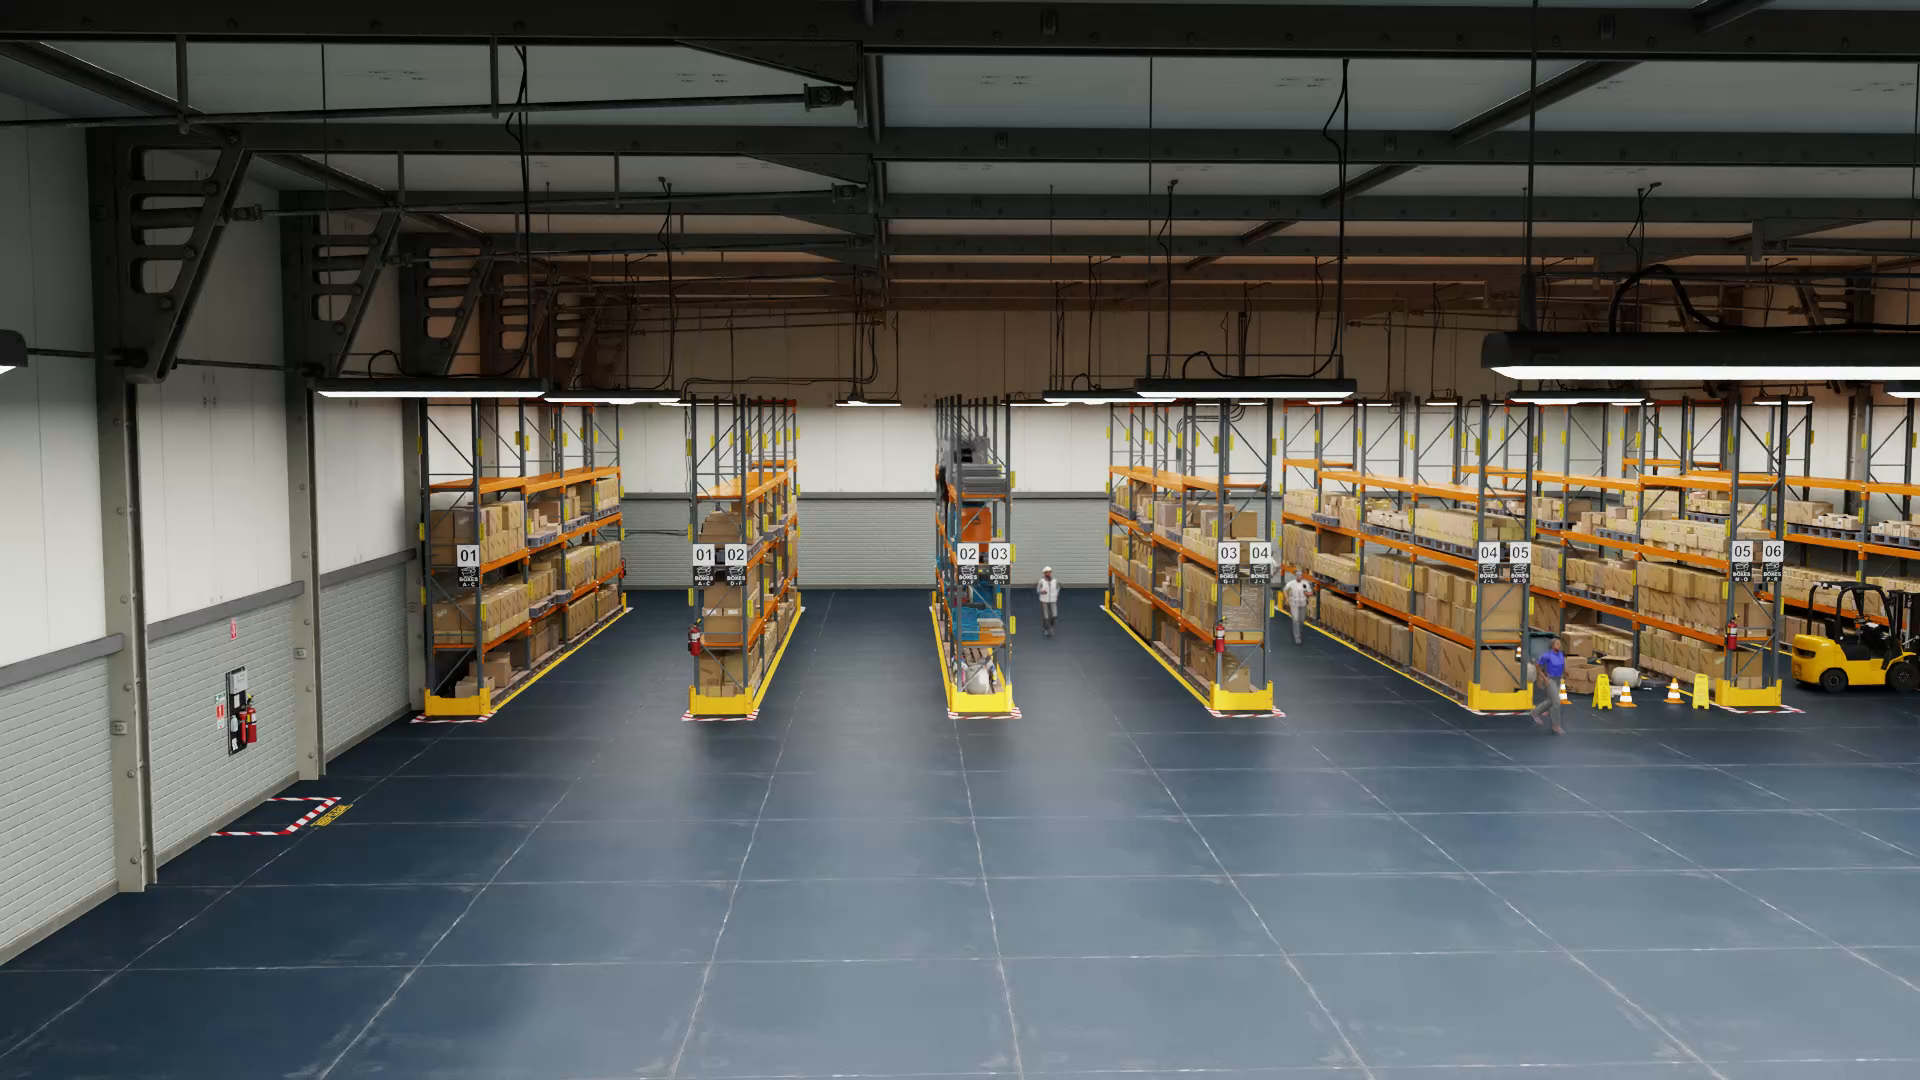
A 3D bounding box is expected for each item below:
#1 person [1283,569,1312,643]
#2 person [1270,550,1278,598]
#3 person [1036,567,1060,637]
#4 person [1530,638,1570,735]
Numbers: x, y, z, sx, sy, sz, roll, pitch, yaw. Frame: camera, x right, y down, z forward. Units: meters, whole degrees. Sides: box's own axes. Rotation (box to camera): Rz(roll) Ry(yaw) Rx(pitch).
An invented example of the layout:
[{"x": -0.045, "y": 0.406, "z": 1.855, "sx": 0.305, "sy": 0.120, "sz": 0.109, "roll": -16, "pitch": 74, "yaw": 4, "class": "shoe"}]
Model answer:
[{"x": 8.314, "y": 1.599, "z": 40.834, "sx": 0.660, "sy": 1.771, "sz": 0.952, "roll": 0, "pitch": 5, "yaw": -4, "class": "person"}, {"x": 8.985, "y": 1.072, "z": 48.643, "sx": 0.828, "sy": 1.645, "sz": 0.640, "roll": -2, "pitch": 5, "yaw": -28, "class": "person"}, {"x": 2.245, "y": 1.556, "z": 41.850, "sx": 0.642, "sy": 1.768, "sz": 0.645, "roll": -1, "pitch": 5, "yaw": -8, "class": "person"}, {"x": 10.507, "y": 2.569, "z": 29.600, "sx": 0.551, "sy": 1.683, "sz": 0.804, "roll": -3, "pitch": 5, "yaw": -33, "class": "person"}]
